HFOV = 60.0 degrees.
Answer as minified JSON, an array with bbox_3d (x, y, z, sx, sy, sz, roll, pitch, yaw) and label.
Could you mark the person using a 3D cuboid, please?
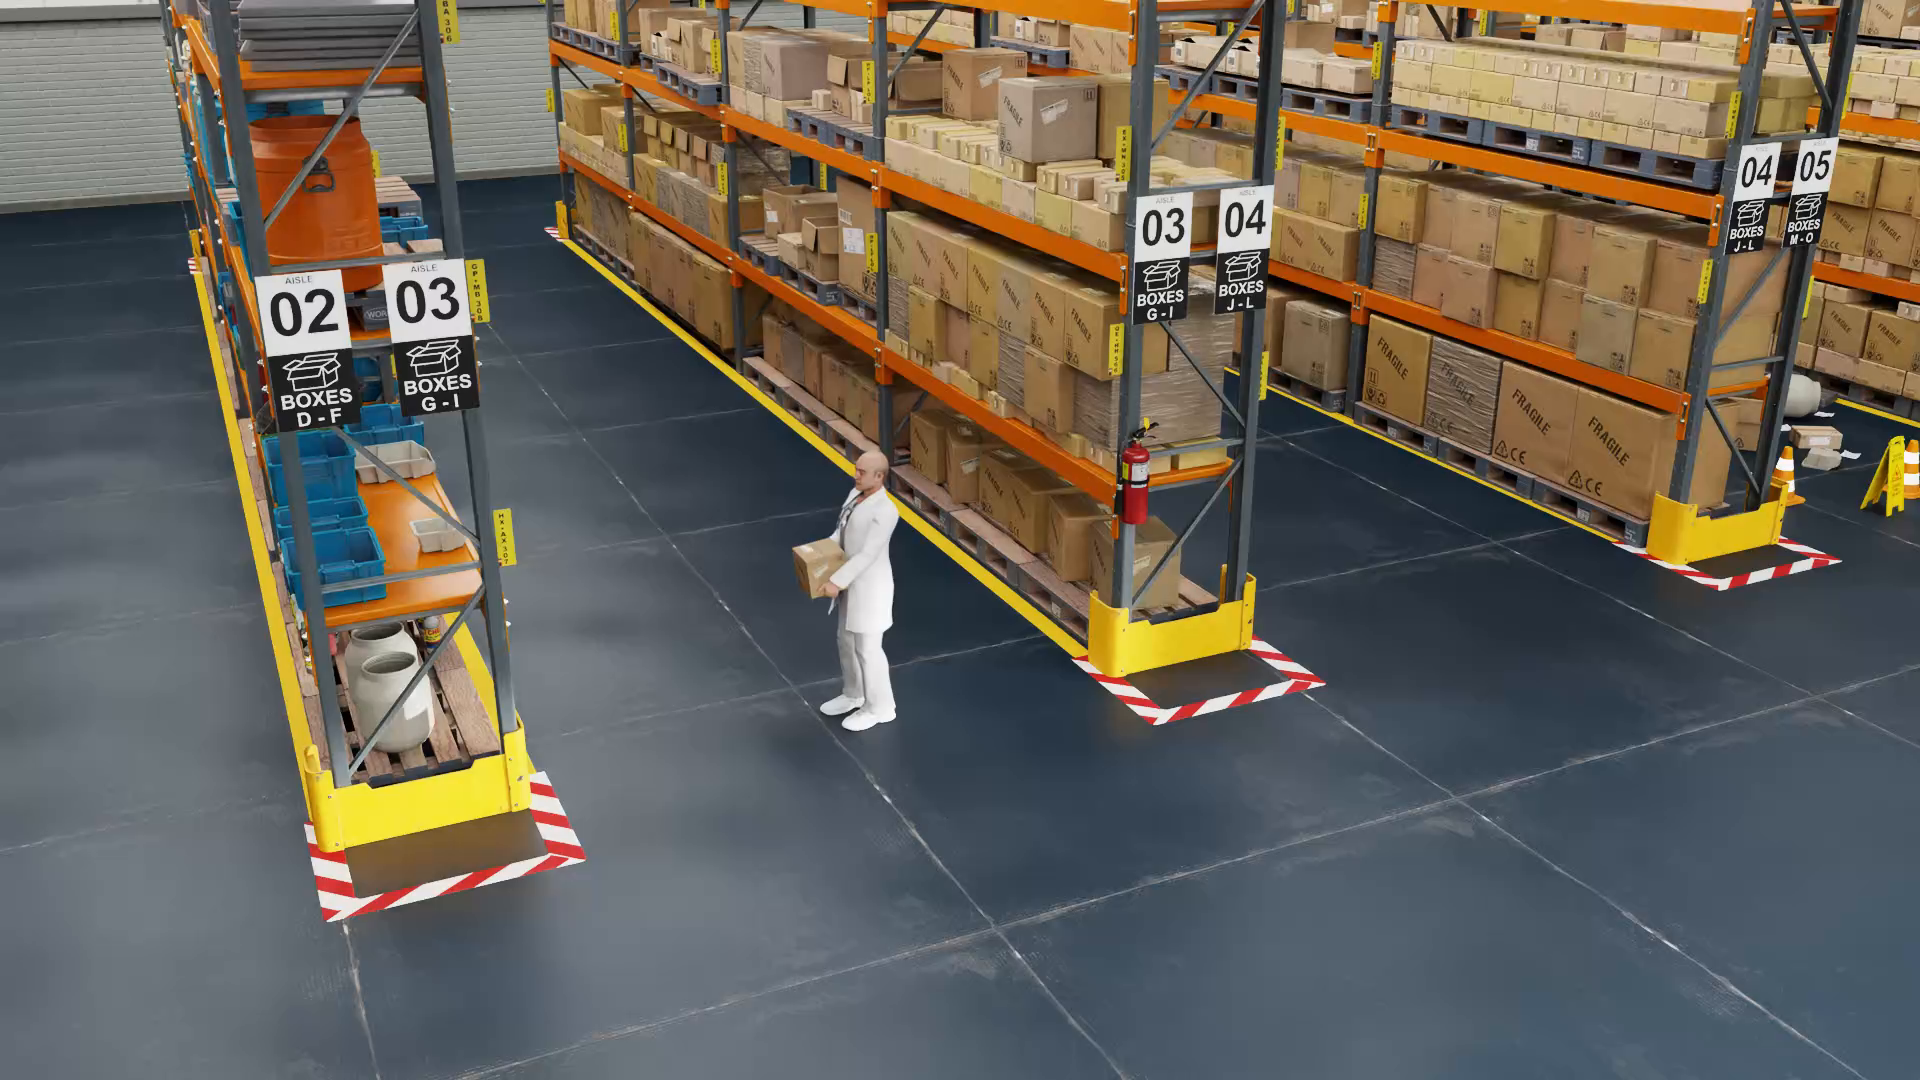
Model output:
[{"bbox_3d":[-0.681,0.311,10.289,0.550,1.774,0.529,-10,24,-23],"label":"person"}]
